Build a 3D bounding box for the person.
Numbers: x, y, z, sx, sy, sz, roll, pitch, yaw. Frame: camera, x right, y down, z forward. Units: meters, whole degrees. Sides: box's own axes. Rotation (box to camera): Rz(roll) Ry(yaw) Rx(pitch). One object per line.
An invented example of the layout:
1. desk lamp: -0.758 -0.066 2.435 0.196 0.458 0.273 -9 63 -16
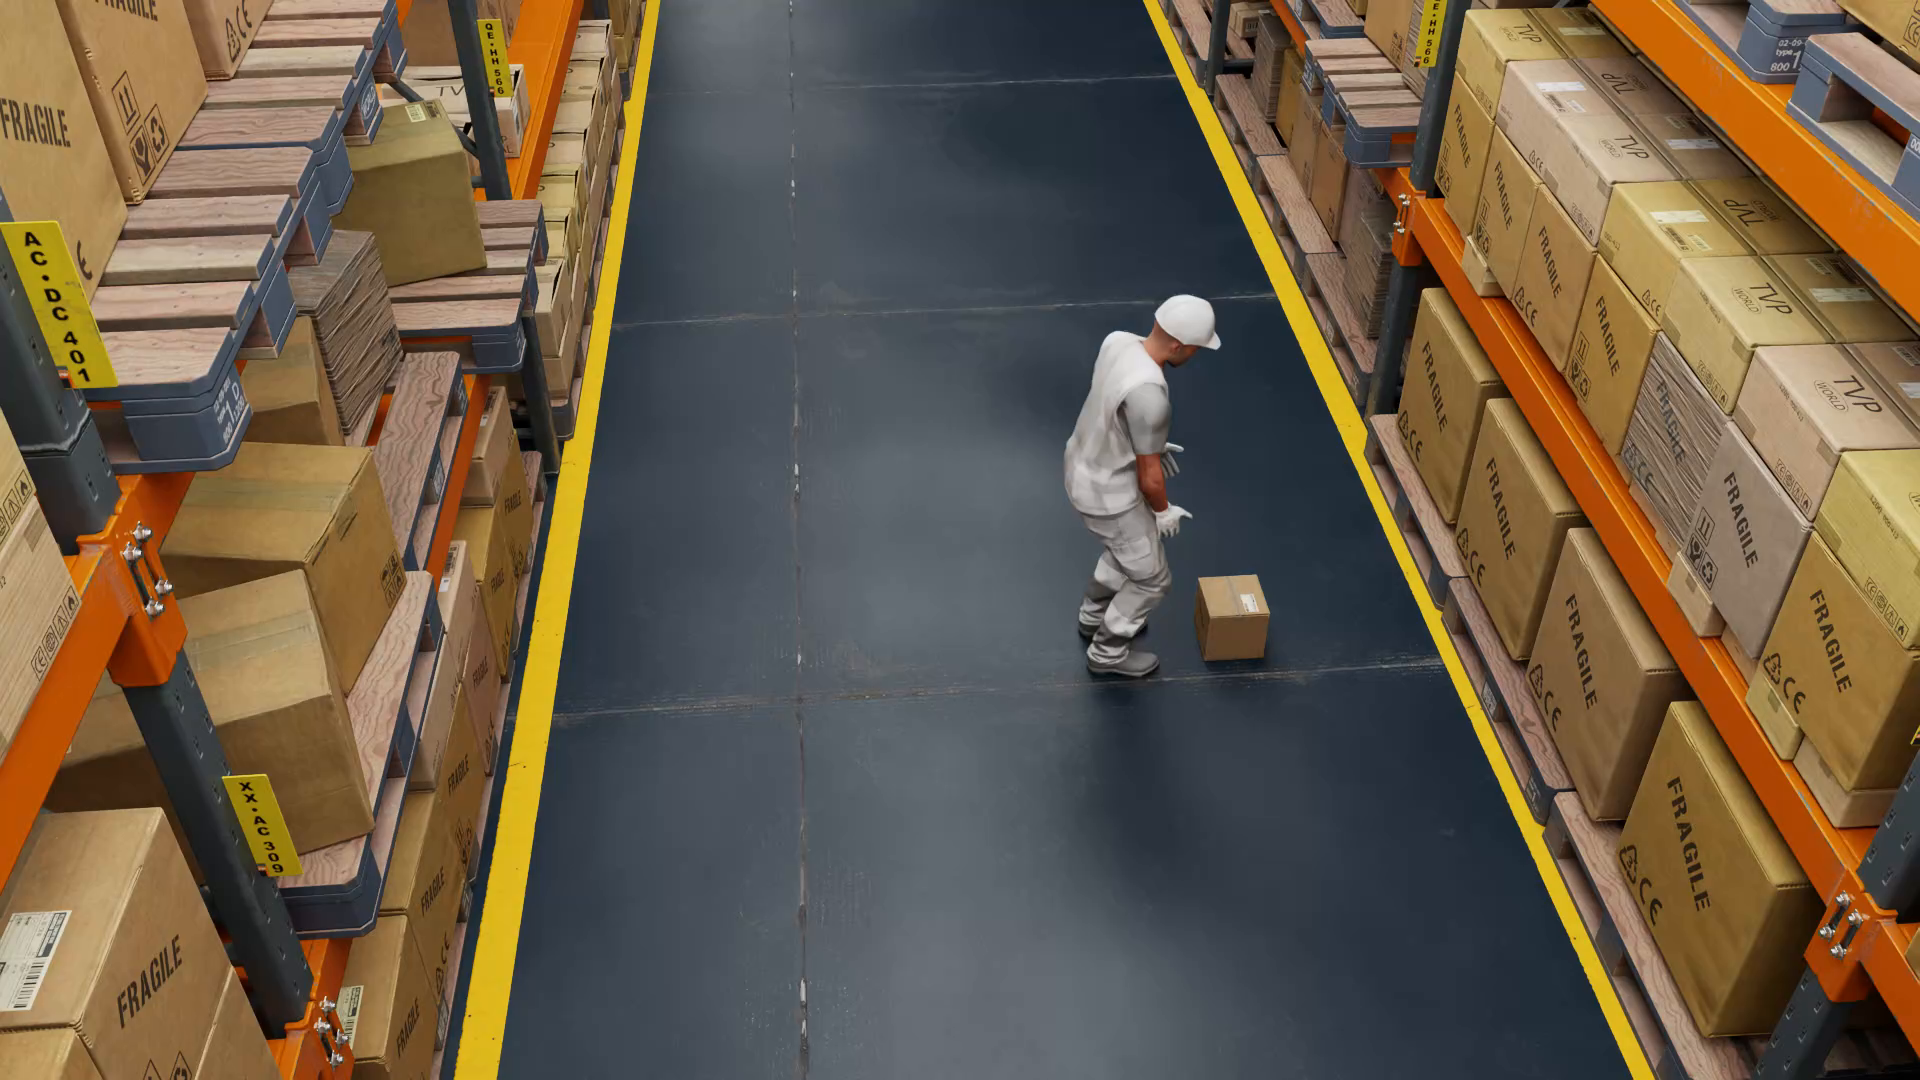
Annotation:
1. person: 0.683 -0.221 6.509 0.558 1.666 0.560 -2 39 -3
